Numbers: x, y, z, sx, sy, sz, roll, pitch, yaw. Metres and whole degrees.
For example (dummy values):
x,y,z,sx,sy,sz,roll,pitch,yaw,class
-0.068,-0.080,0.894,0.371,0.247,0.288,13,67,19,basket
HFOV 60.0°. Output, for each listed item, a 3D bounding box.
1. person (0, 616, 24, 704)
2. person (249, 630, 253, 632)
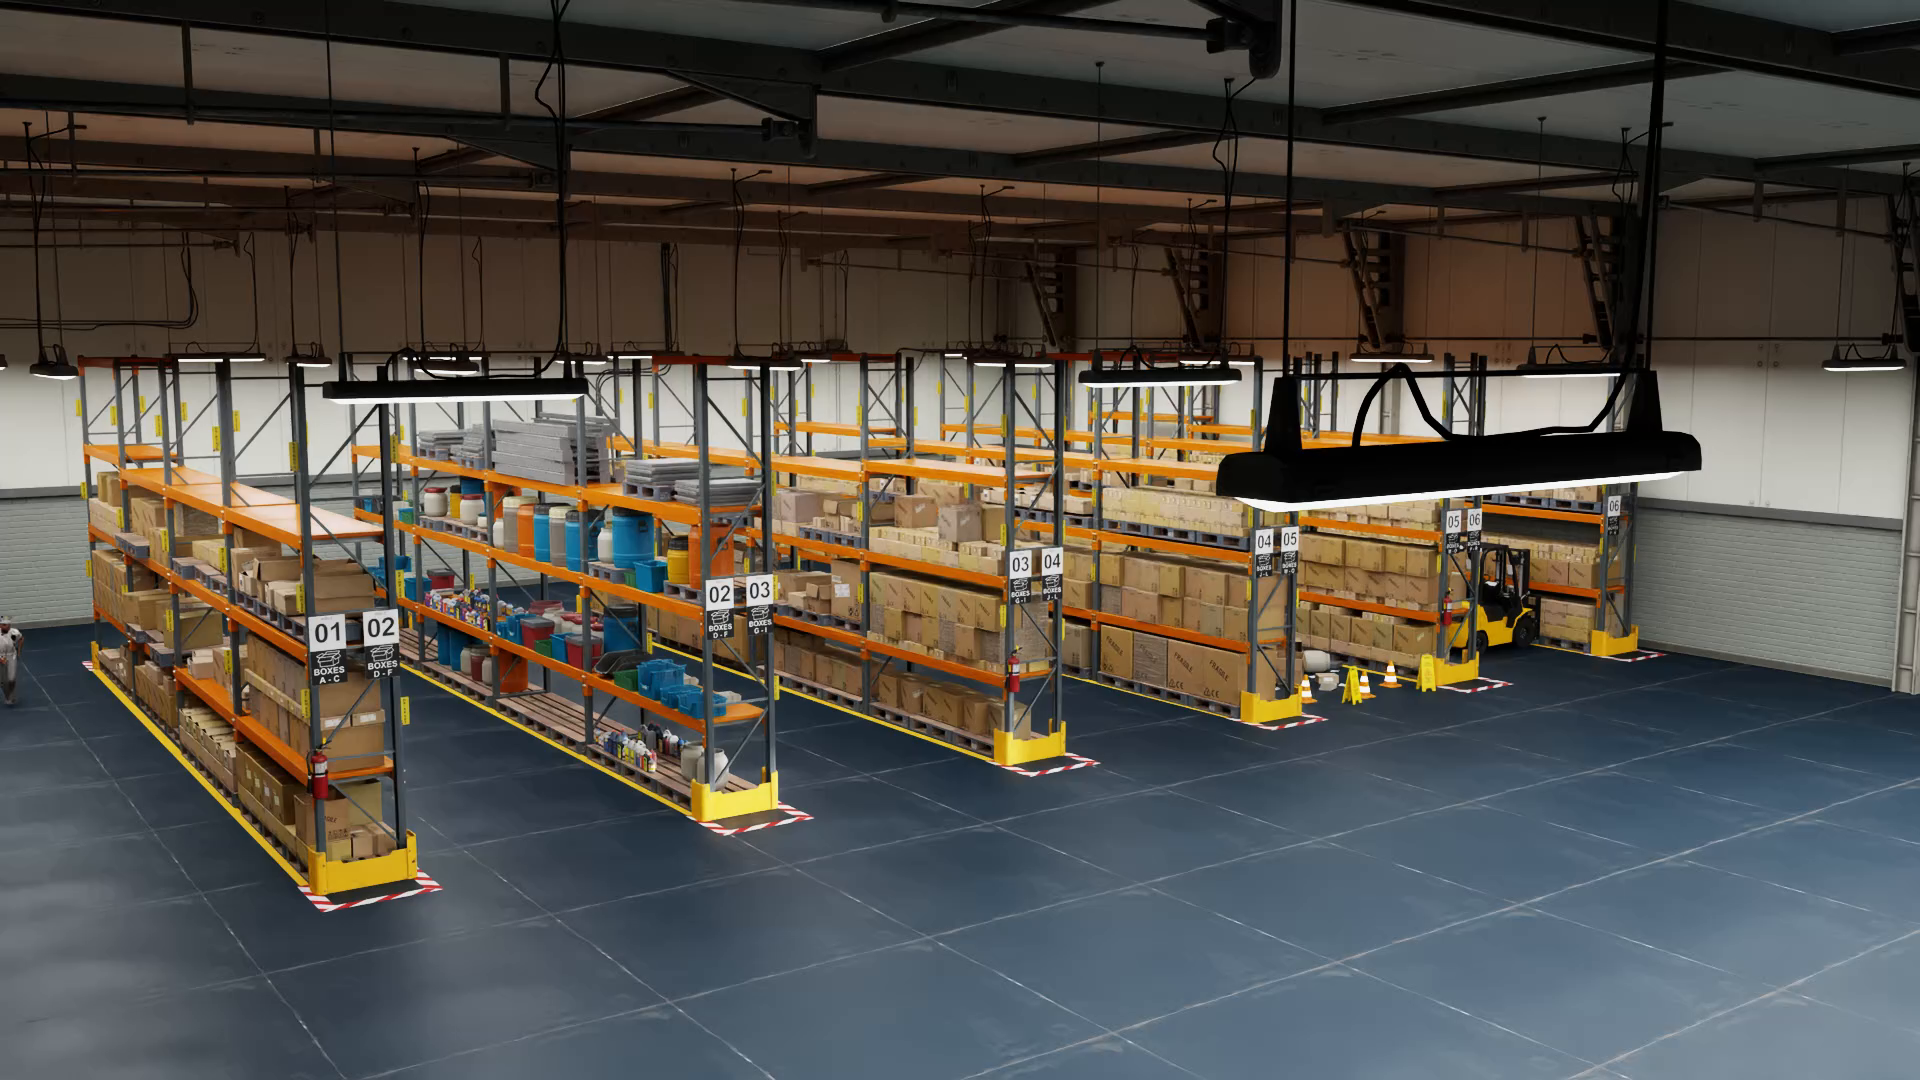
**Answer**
x,y,z,sx,sy,sz,roll,pitch,yaw,class
-16.458,2.069,28.683,0.523,1.600,0.735,-3,8,-26,person
-12.158,1.963,29.257,0.704,1.684,0.662,-3,8,-26,person
